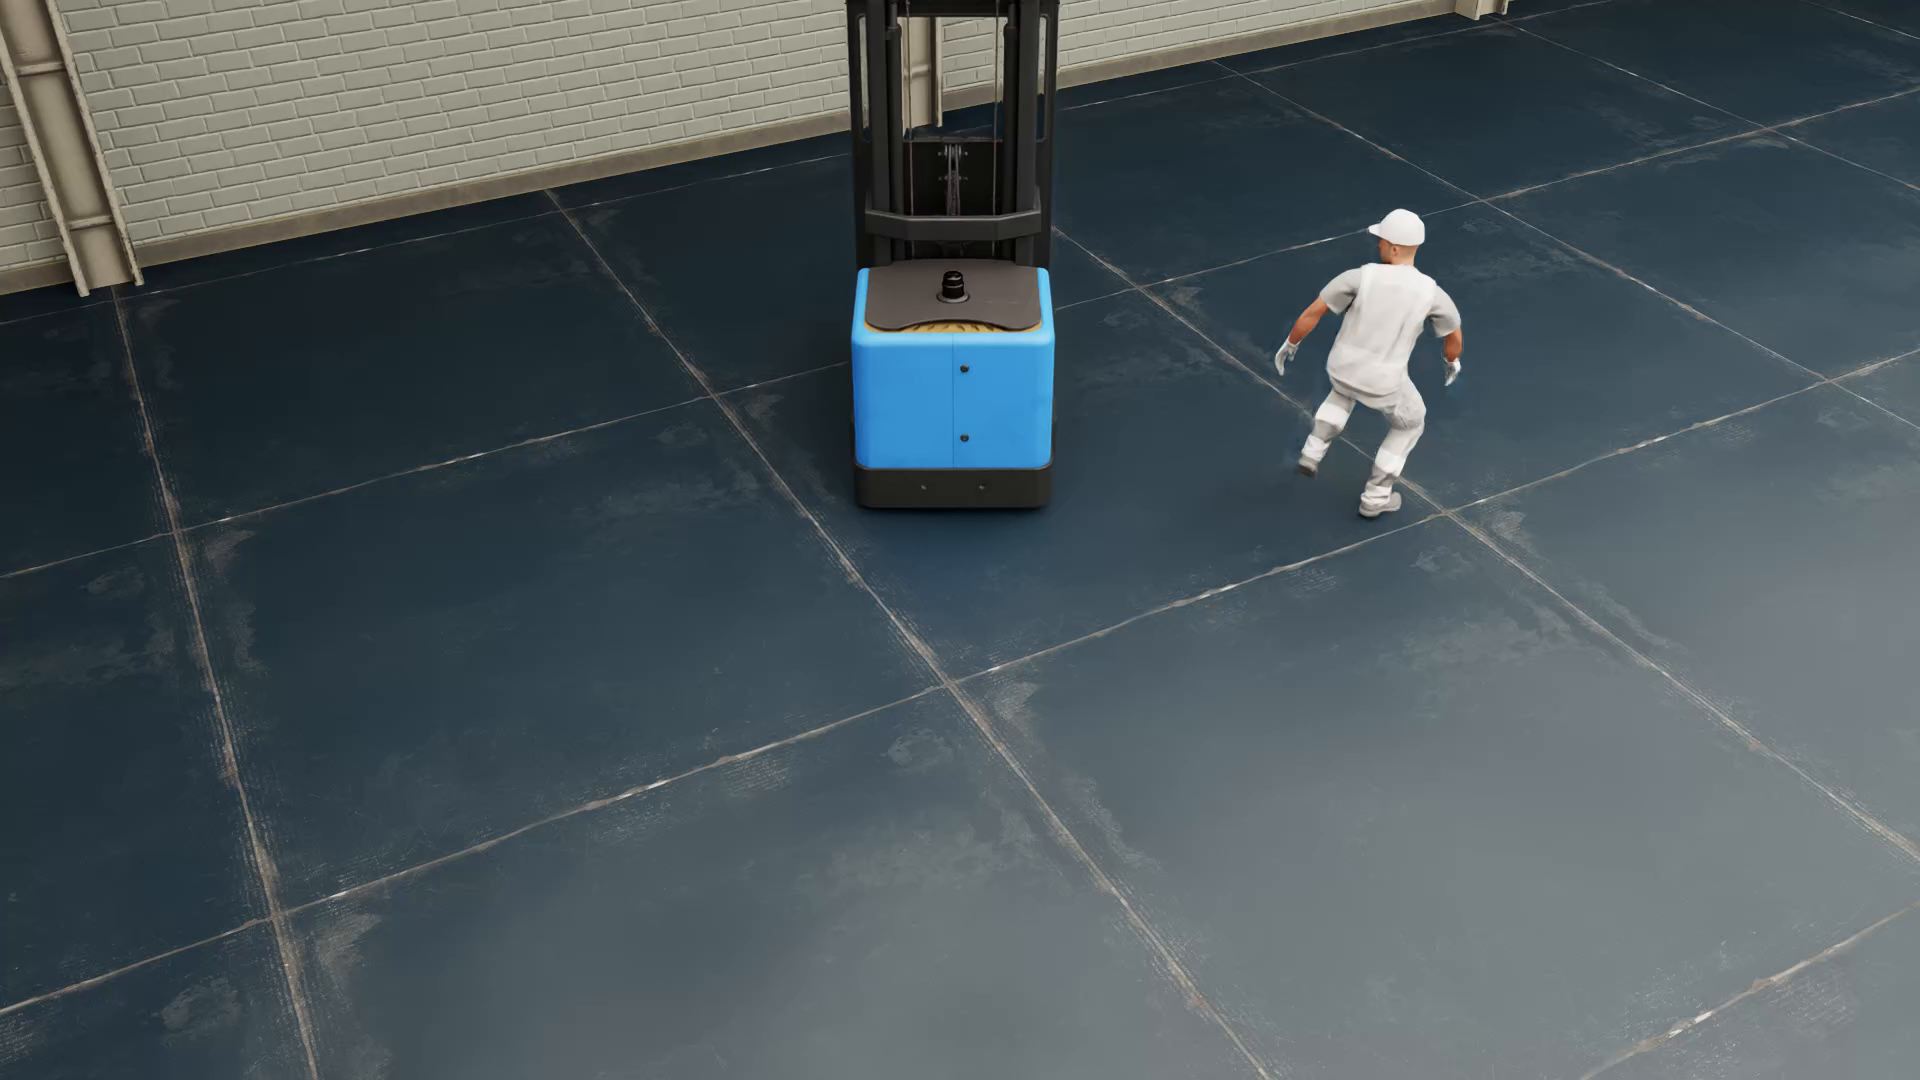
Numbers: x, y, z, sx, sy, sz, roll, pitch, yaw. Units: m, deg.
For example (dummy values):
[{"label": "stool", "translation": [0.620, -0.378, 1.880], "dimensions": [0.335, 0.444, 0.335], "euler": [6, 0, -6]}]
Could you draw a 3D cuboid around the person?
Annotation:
[{"label": "person", "translation": [2.103, -0.906, 8.504], "dimensions": [0.831, 1.676, 0.621], "euler": [21, 40, 26]}]

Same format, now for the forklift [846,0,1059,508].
[{"label": "forklift", "translation": [-0.038, -2.184, 9.212], "dimensions": [1.130, 2.935, 3.031], "euler": [0, 35, 0]}]
